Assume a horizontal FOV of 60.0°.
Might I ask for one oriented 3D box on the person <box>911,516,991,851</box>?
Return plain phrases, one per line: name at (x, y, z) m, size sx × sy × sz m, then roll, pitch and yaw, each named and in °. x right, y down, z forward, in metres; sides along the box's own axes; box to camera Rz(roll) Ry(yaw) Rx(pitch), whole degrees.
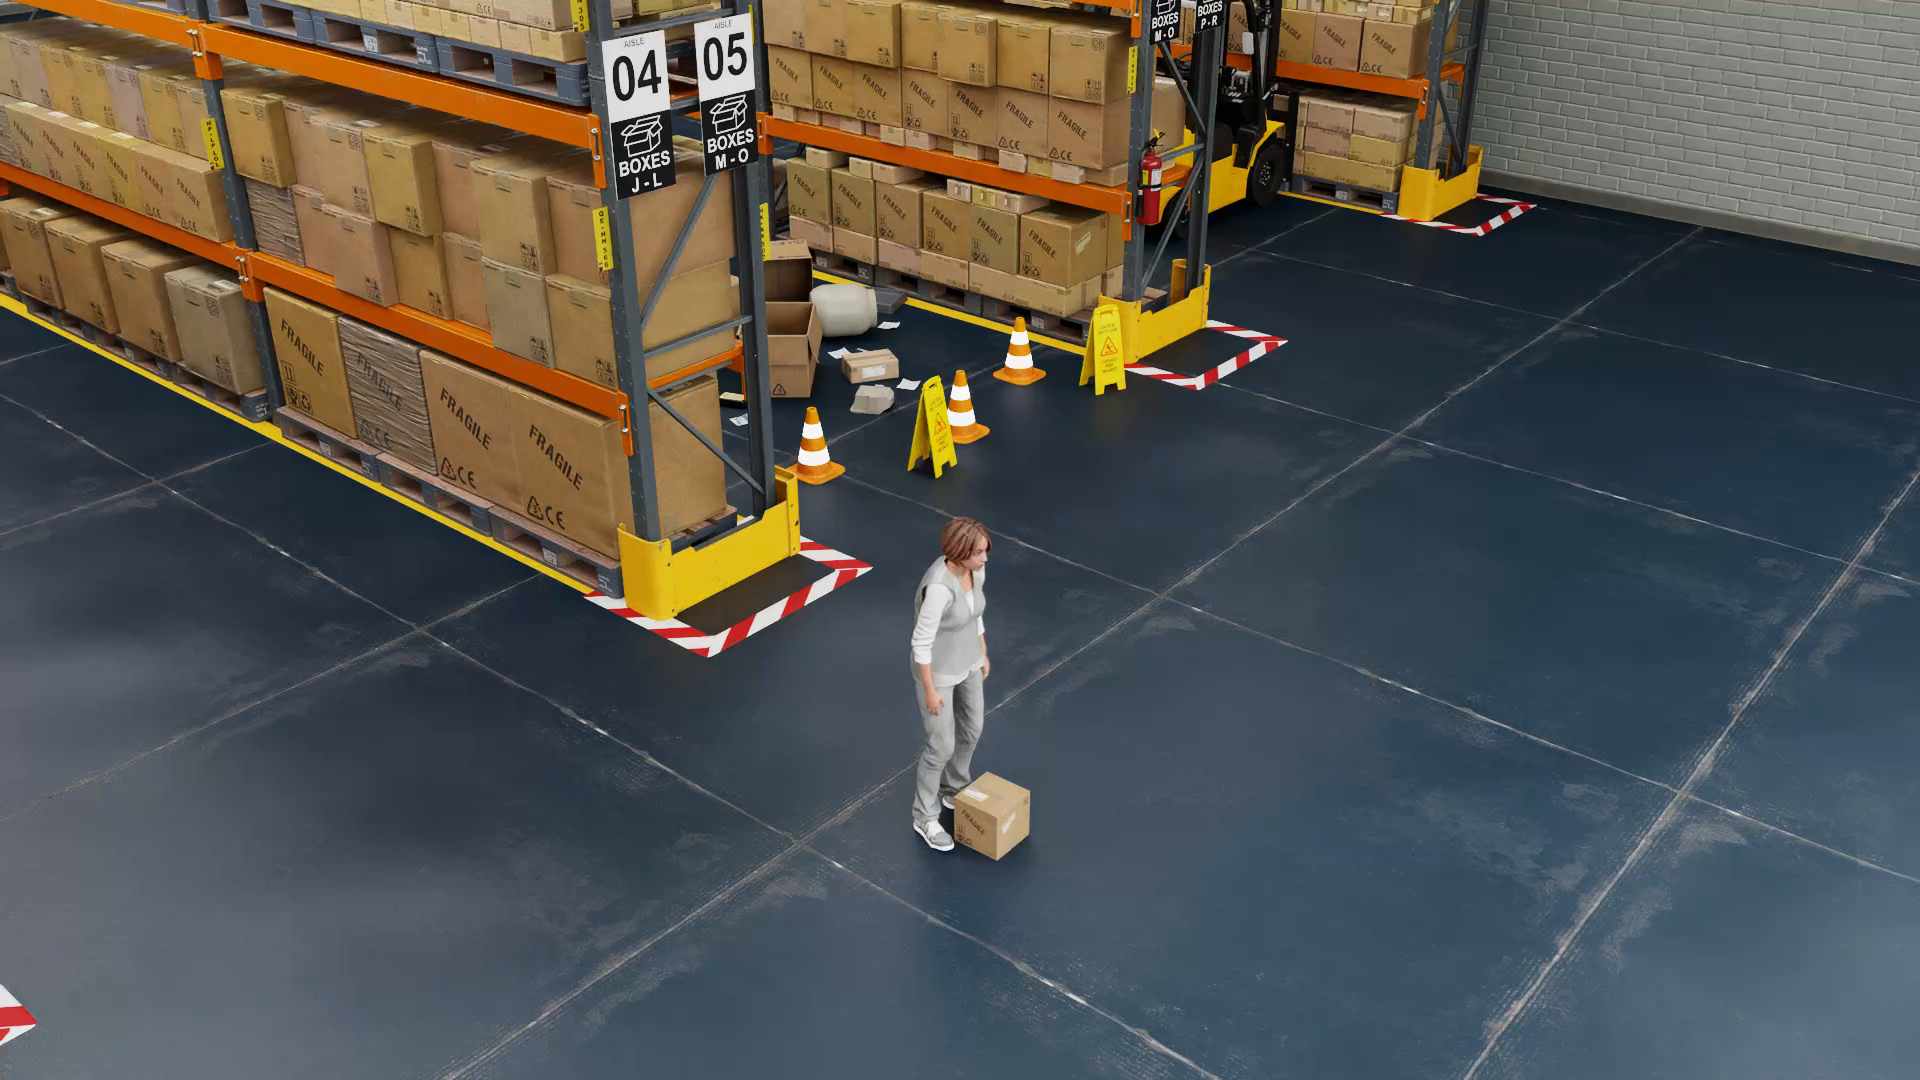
person at (-0.038, 0.607, 7.477) m, size 0.342 × 1.593 × 0.485 m, roll 19°, pitch 33°, yaw 32°
